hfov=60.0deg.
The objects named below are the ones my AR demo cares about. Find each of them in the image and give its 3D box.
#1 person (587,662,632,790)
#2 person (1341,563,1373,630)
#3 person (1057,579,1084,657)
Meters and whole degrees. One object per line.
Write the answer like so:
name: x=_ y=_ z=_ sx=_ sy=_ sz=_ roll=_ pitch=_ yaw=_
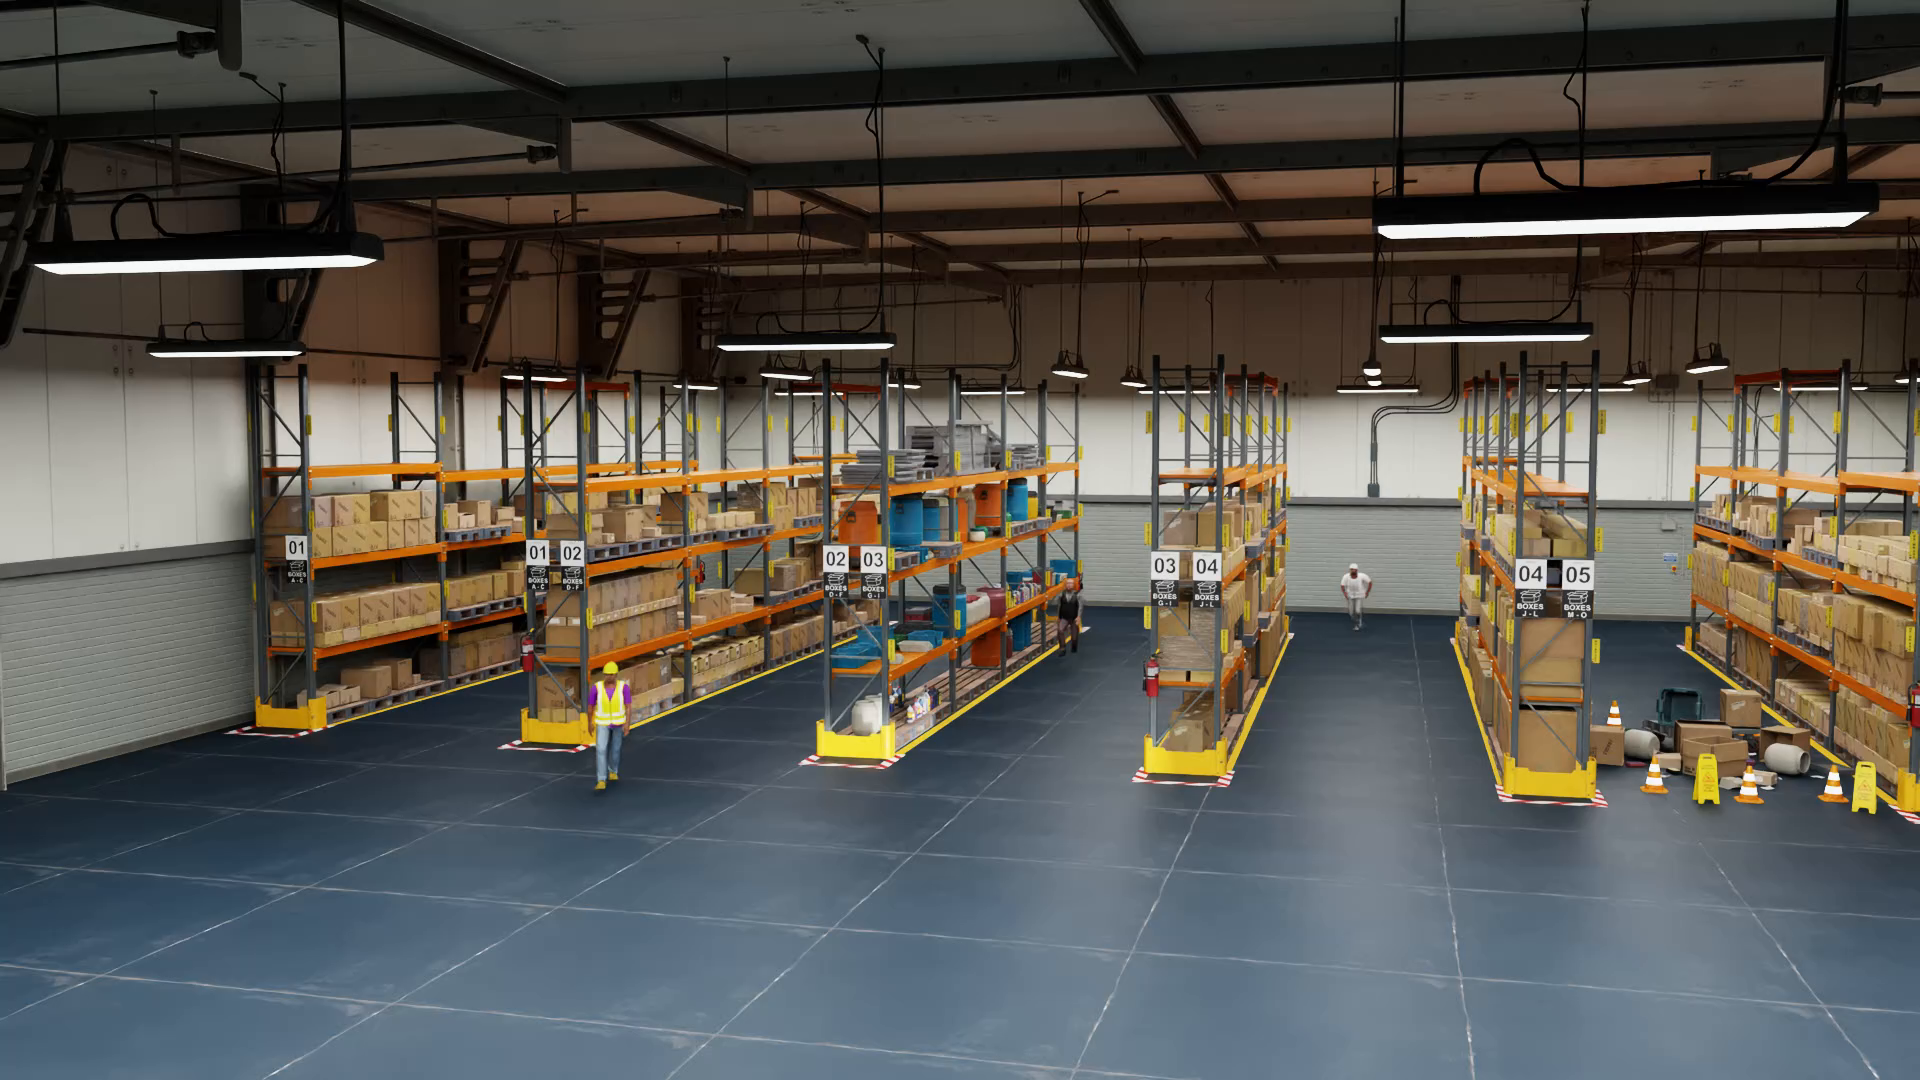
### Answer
person: x=-4.821 y=2.533 z=22.942 sx=0.591 sy=1.705 sz=1.033 roll=-1 pitch=4 yaw=-19
person: x=9.642 y=1.382 z=40.456 sx=0.745 sy=1.665 sz=0.703 roll=2 pitch=4 yaw=24
person: x=2.267 y=1.585 z=34.198 sx=0.549 sy=1.561 sz=1.062 roll=0 pitch=4 yaw=4
